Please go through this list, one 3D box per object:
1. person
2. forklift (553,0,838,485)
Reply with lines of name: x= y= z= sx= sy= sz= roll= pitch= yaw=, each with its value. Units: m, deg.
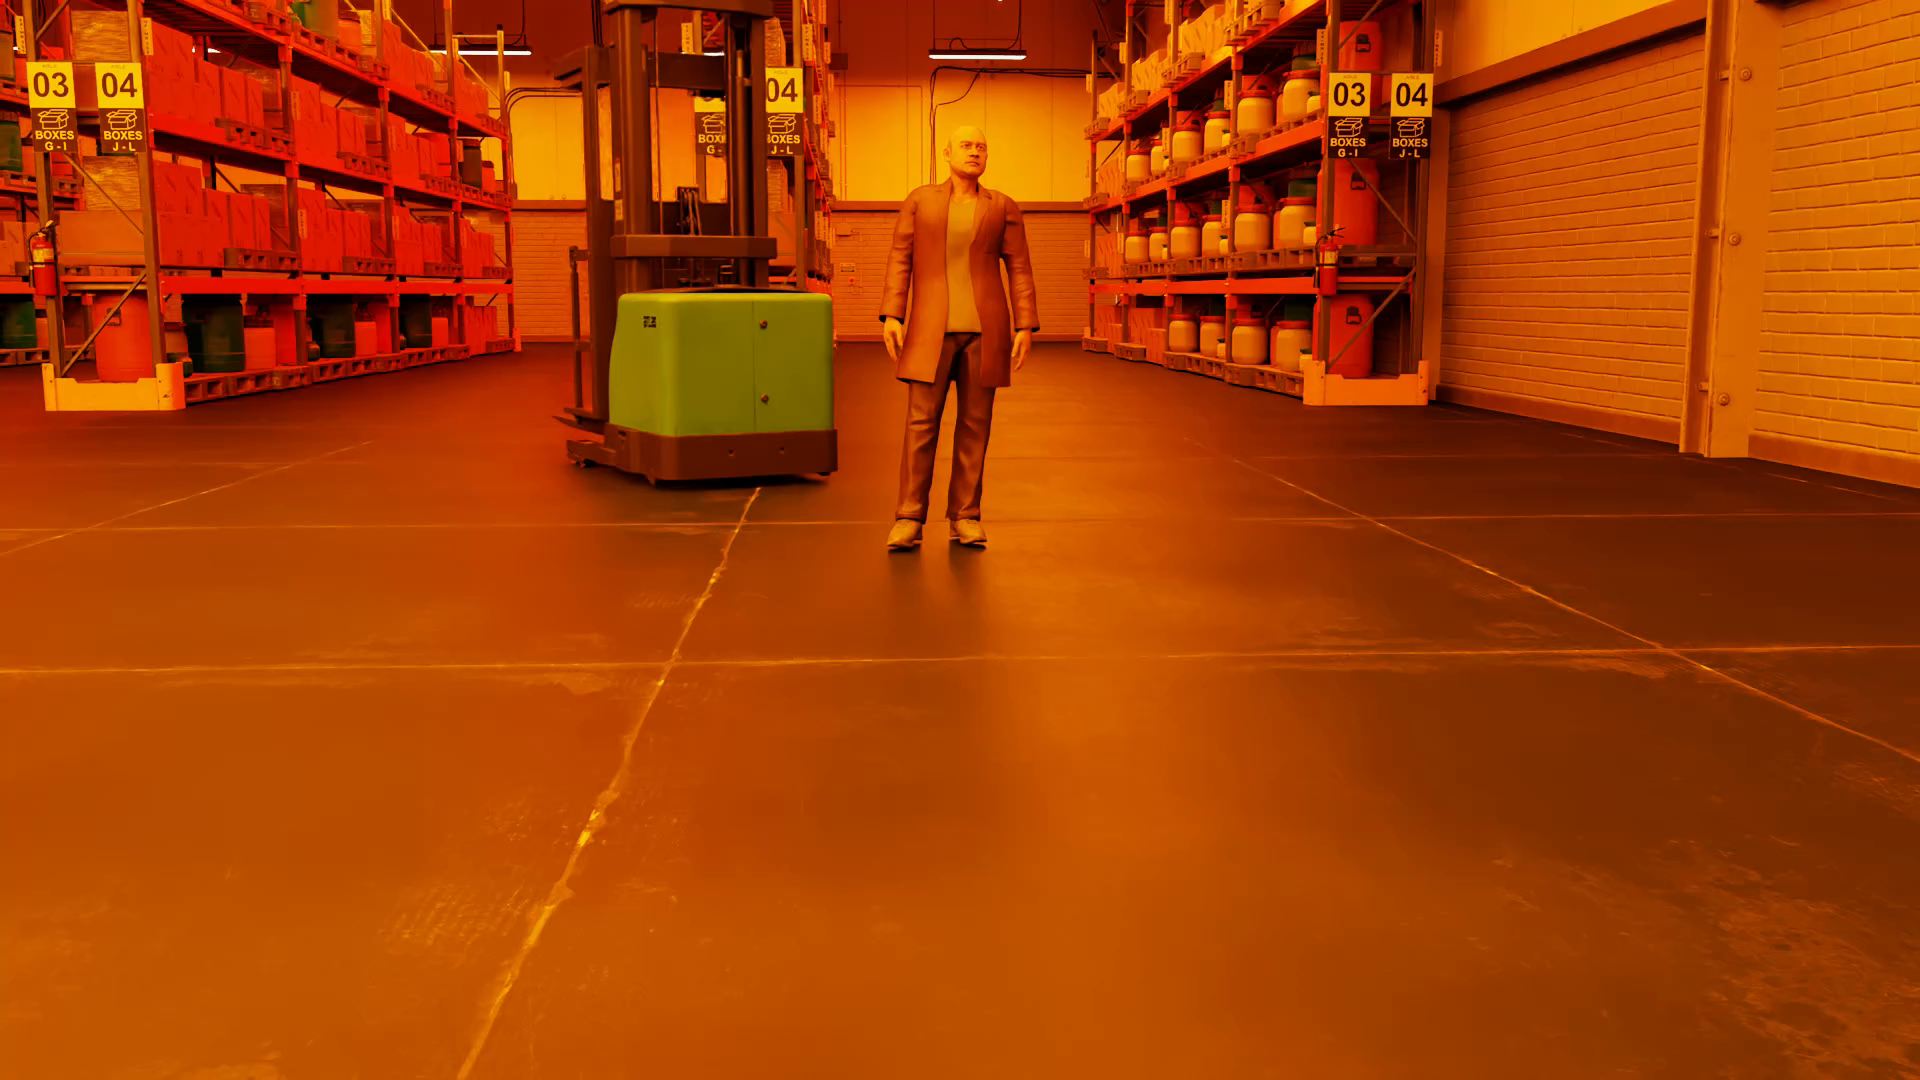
person: x=0.002 y=-0.873 z=7.087 sx=0.696 sy=1.777 sz=0.579 roll=-1 pitch=8 yaw=-4
forklift: x=-1.837 y=-1.927 z=10.308 sx=1.130 sy=2.935 sz=3.031 roll=-4 pitch=10 yaw=-28
